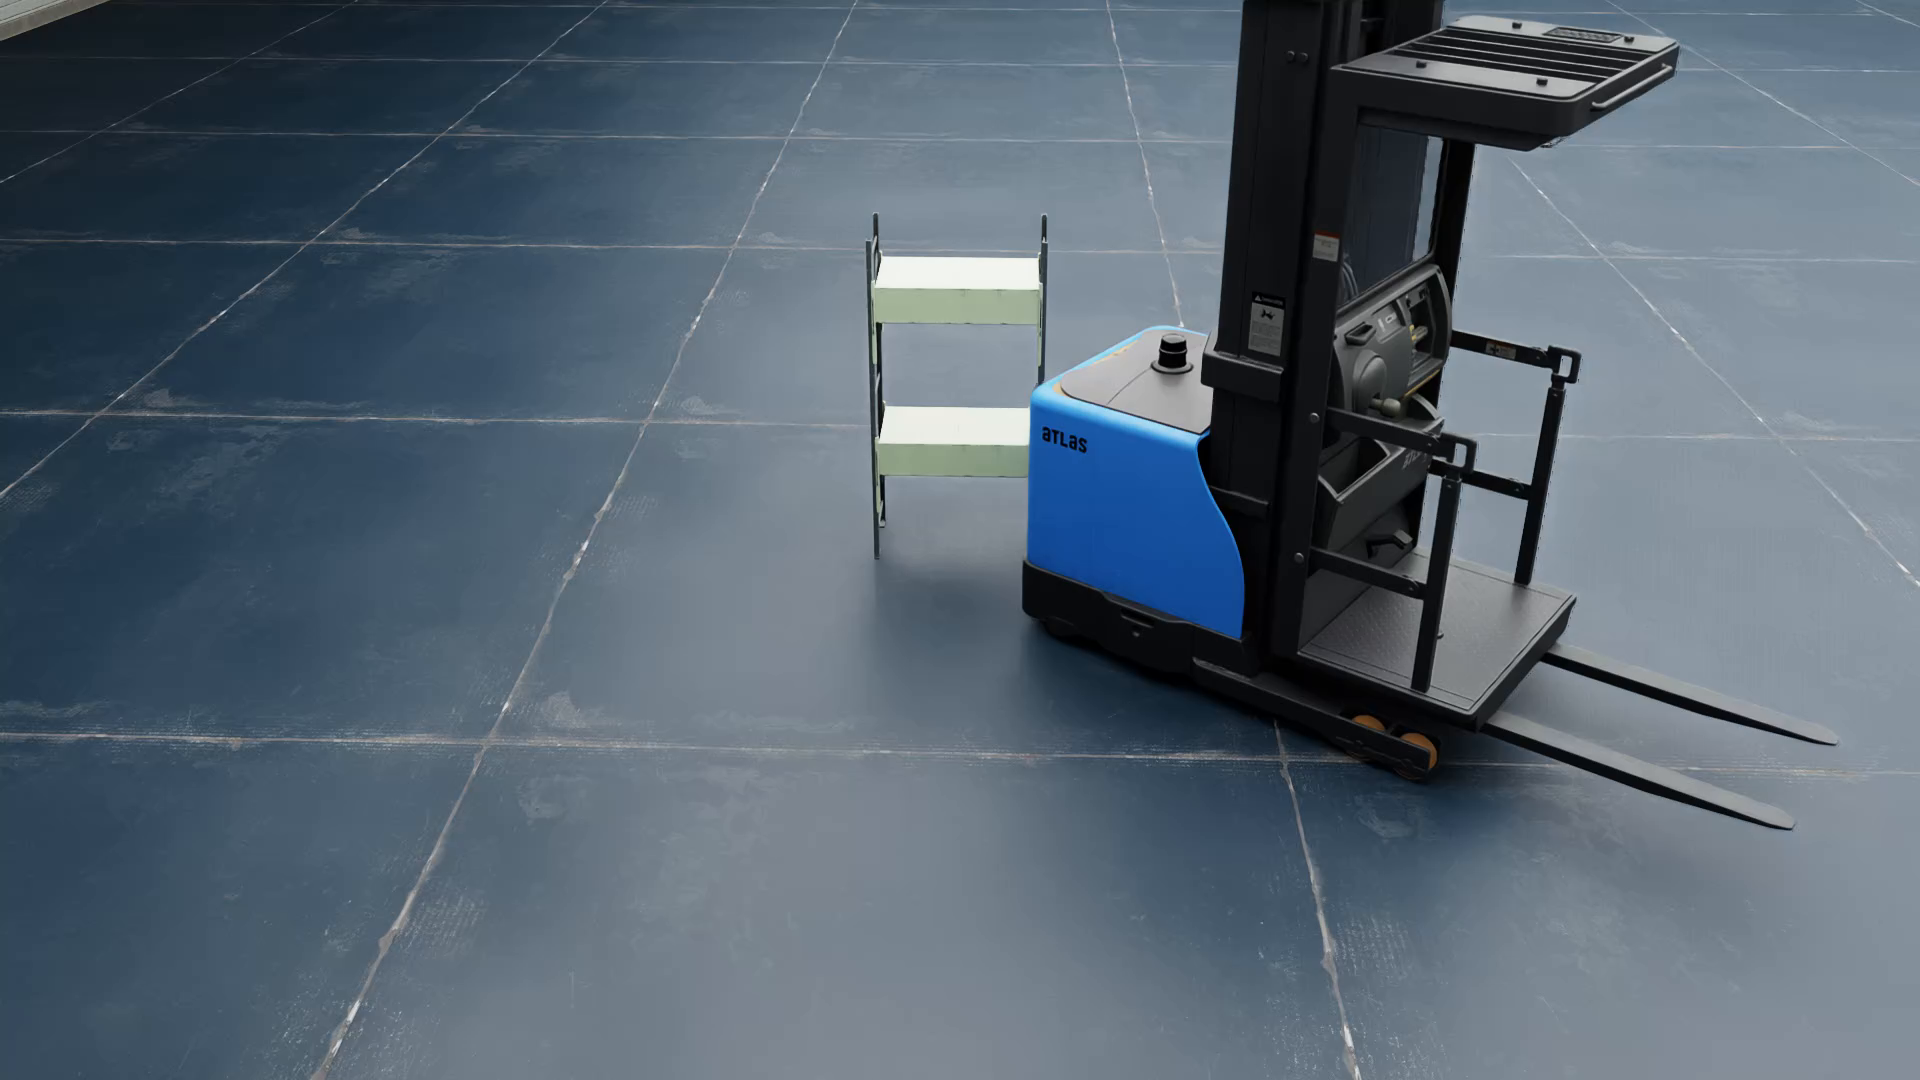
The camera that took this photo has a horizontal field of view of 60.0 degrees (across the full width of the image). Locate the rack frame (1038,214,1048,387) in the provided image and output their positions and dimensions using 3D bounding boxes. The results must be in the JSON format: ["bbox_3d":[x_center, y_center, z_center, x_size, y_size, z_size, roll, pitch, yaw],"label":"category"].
[{"bbox_3d":[0.359,-0.657,7.388,0.023,1.500,0.400,1,28,2],"label":"rack frame"}]

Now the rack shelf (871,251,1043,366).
[{"bbox_3d":[-0.007,-1.008,7.216,0.720,0.370,0.431,1,28,2],"label":"rack shelf"}]

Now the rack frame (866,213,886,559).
[{"bbox_3d":[-0.372,-0.669,7.410,0.023,1.500,0.400,1,28,2],"label":"rack frame"}]

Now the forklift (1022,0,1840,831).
[{"bbox_3d":[1.741,-0.700,5.941,3.031,2.935,1.130,20,34,33],"label":"forklift"}]

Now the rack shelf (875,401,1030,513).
[{"bbox_3d":[-0.007,-0.375,7.552,0.720,0.370,0.431,1,28,2],"label":"rack shelf"}]

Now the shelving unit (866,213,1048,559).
[{"bbox_3d":[-0.007,-0.663,7.399,0.755,1.500,0.431,1,28,2],"label":"shelving unit"}]
